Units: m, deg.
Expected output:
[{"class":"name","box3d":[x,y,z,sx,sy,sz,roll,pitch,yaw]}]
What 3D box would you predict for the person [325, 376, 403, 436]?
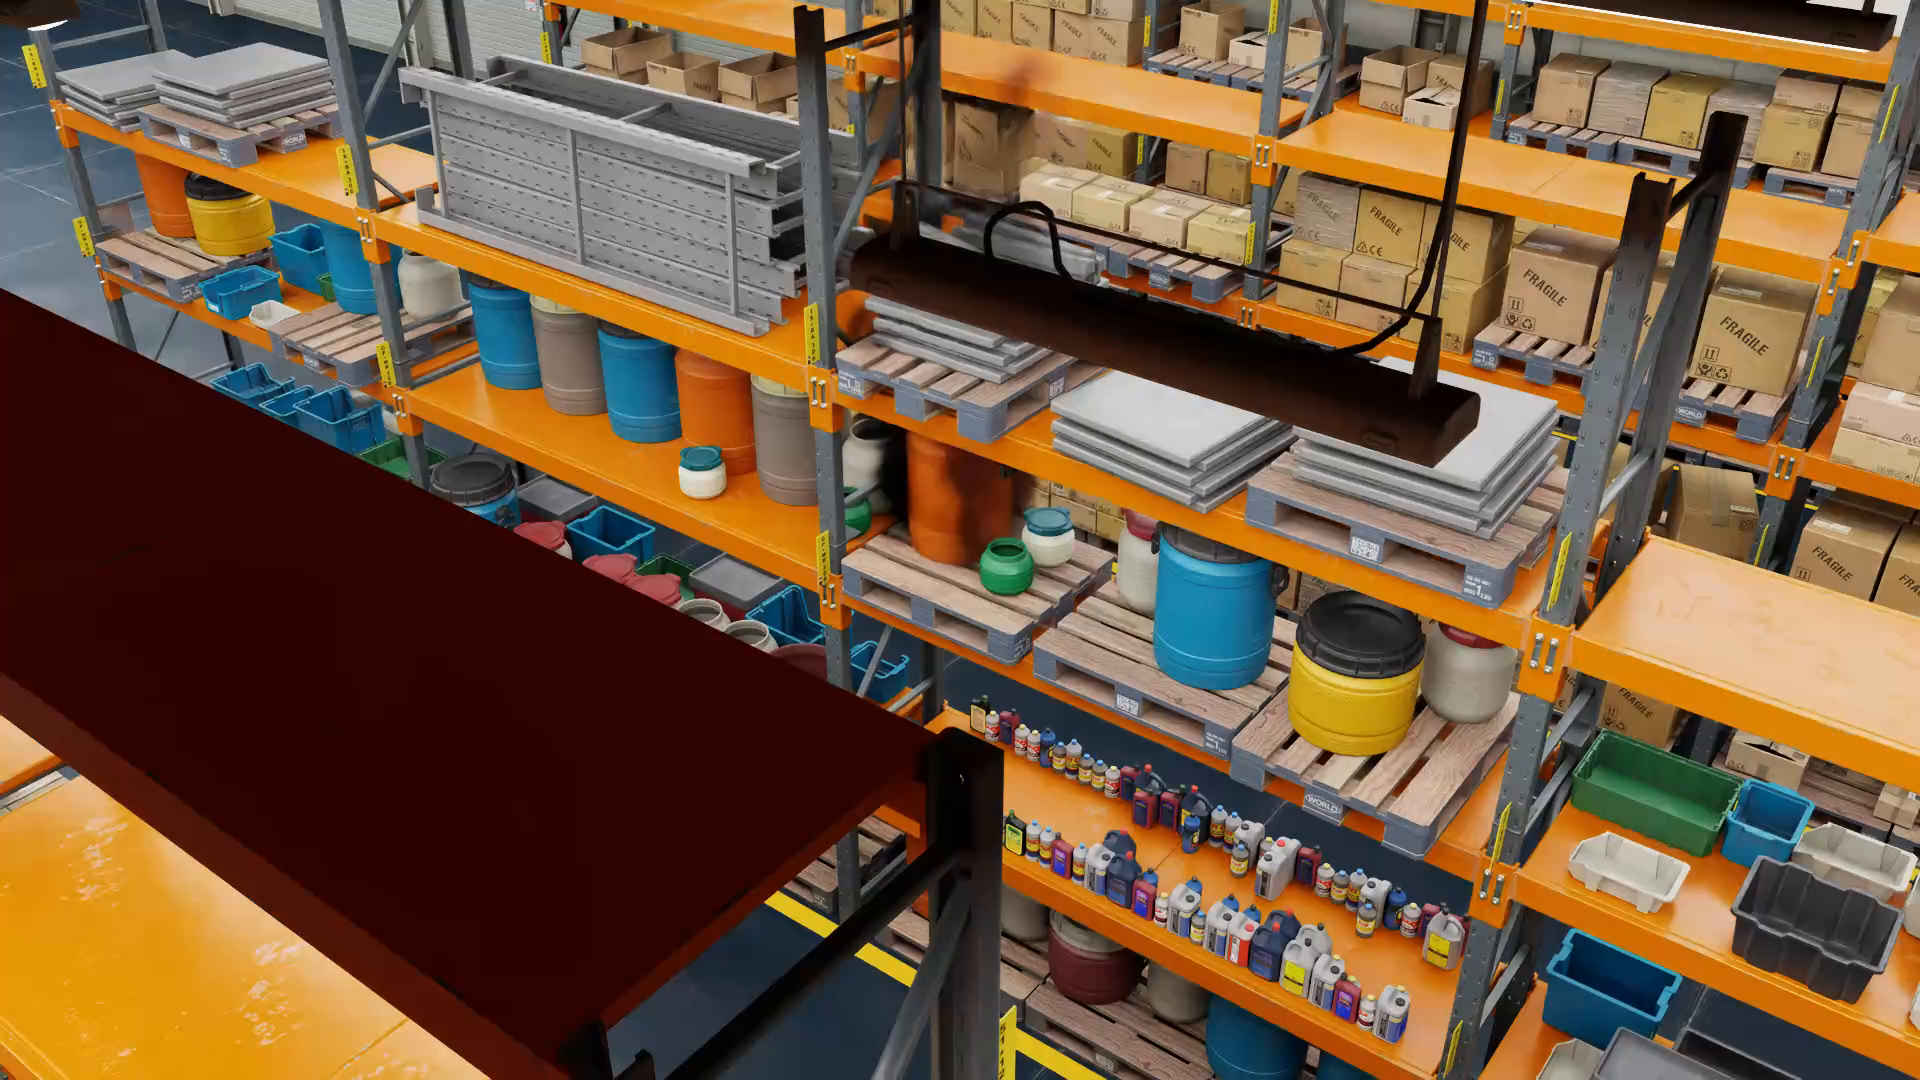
[{"class":"person","box3d":[-5.791,-1.423,16.017,0.854,1.670,0.658,11,33,18]}]
